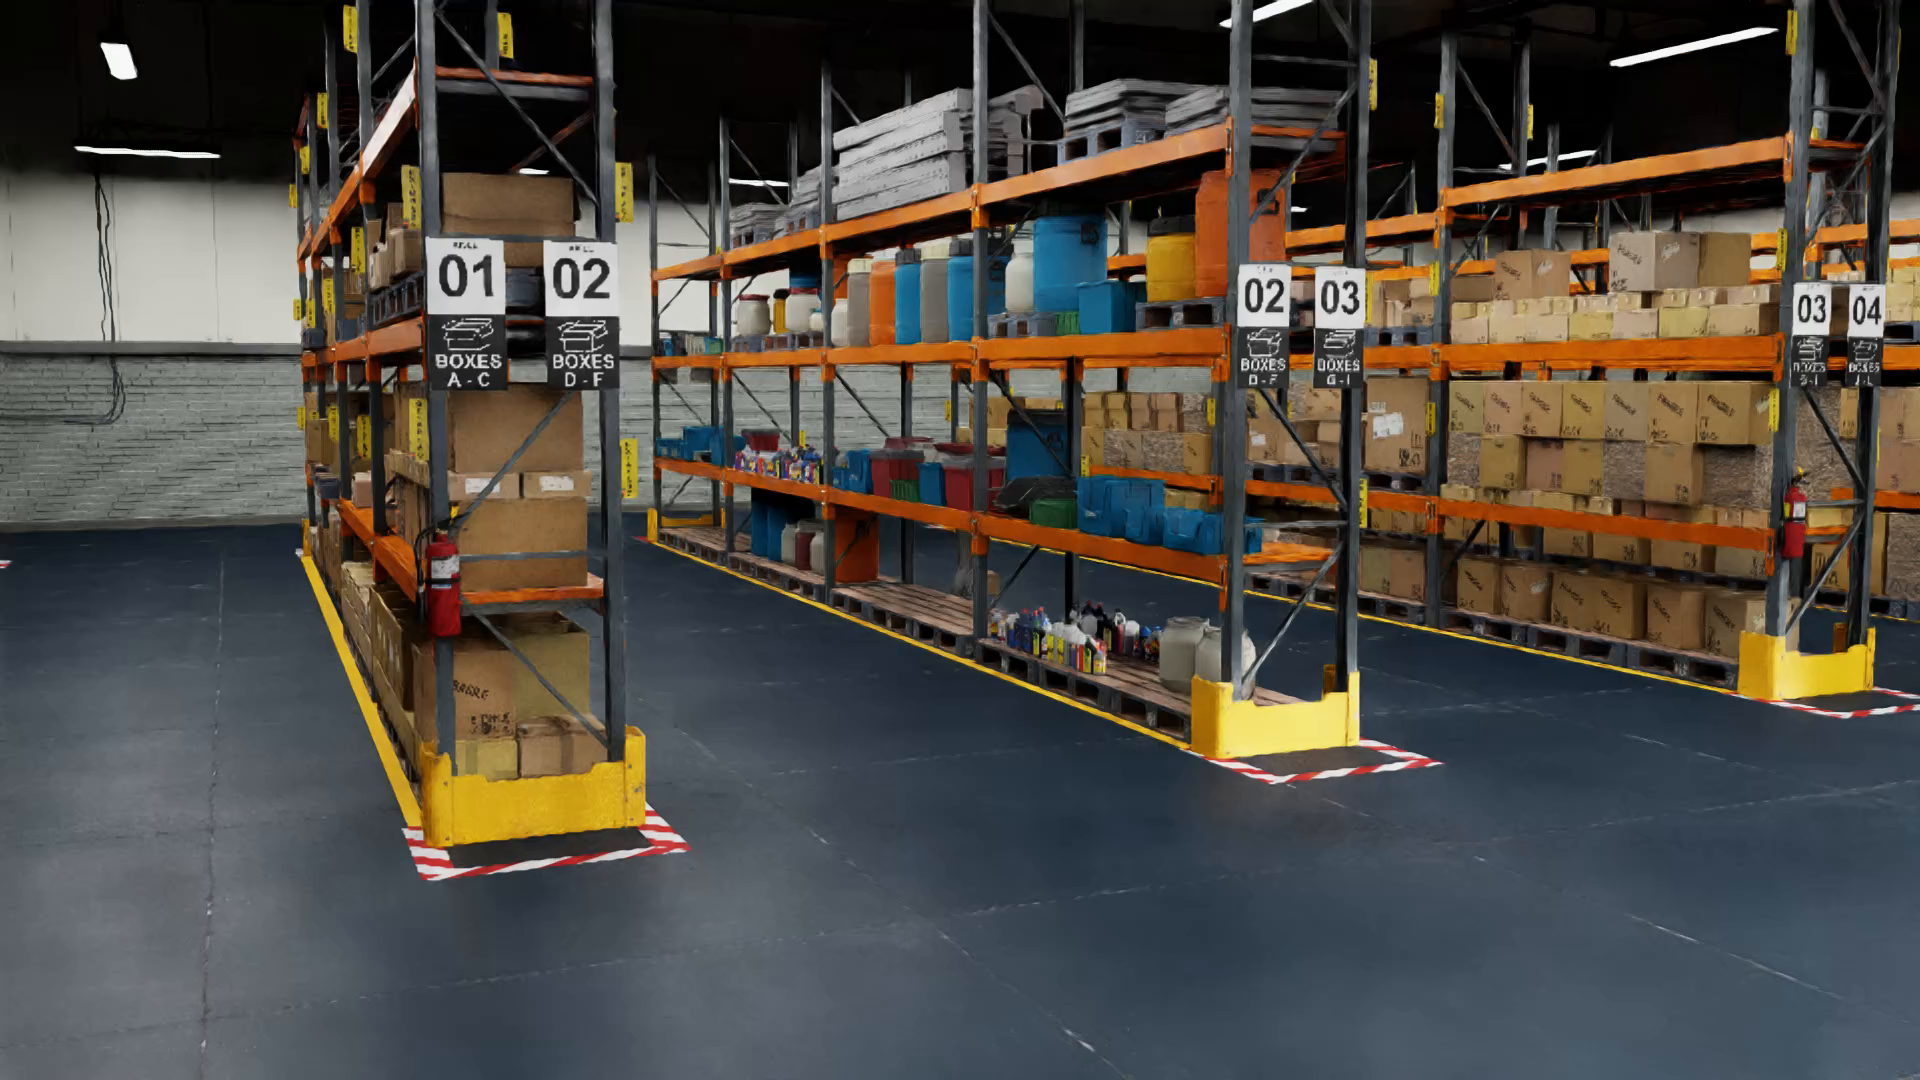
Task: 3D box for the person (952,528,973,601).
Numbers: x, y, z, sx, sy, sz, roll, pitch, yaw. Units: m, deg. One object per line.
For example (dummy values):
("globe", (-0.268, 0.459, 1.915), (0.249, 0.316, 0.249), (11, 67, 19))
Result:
("person", (0.091, -0.101, 17.732), (0.364, 1.688, 0.611), (0, 6, 5))
